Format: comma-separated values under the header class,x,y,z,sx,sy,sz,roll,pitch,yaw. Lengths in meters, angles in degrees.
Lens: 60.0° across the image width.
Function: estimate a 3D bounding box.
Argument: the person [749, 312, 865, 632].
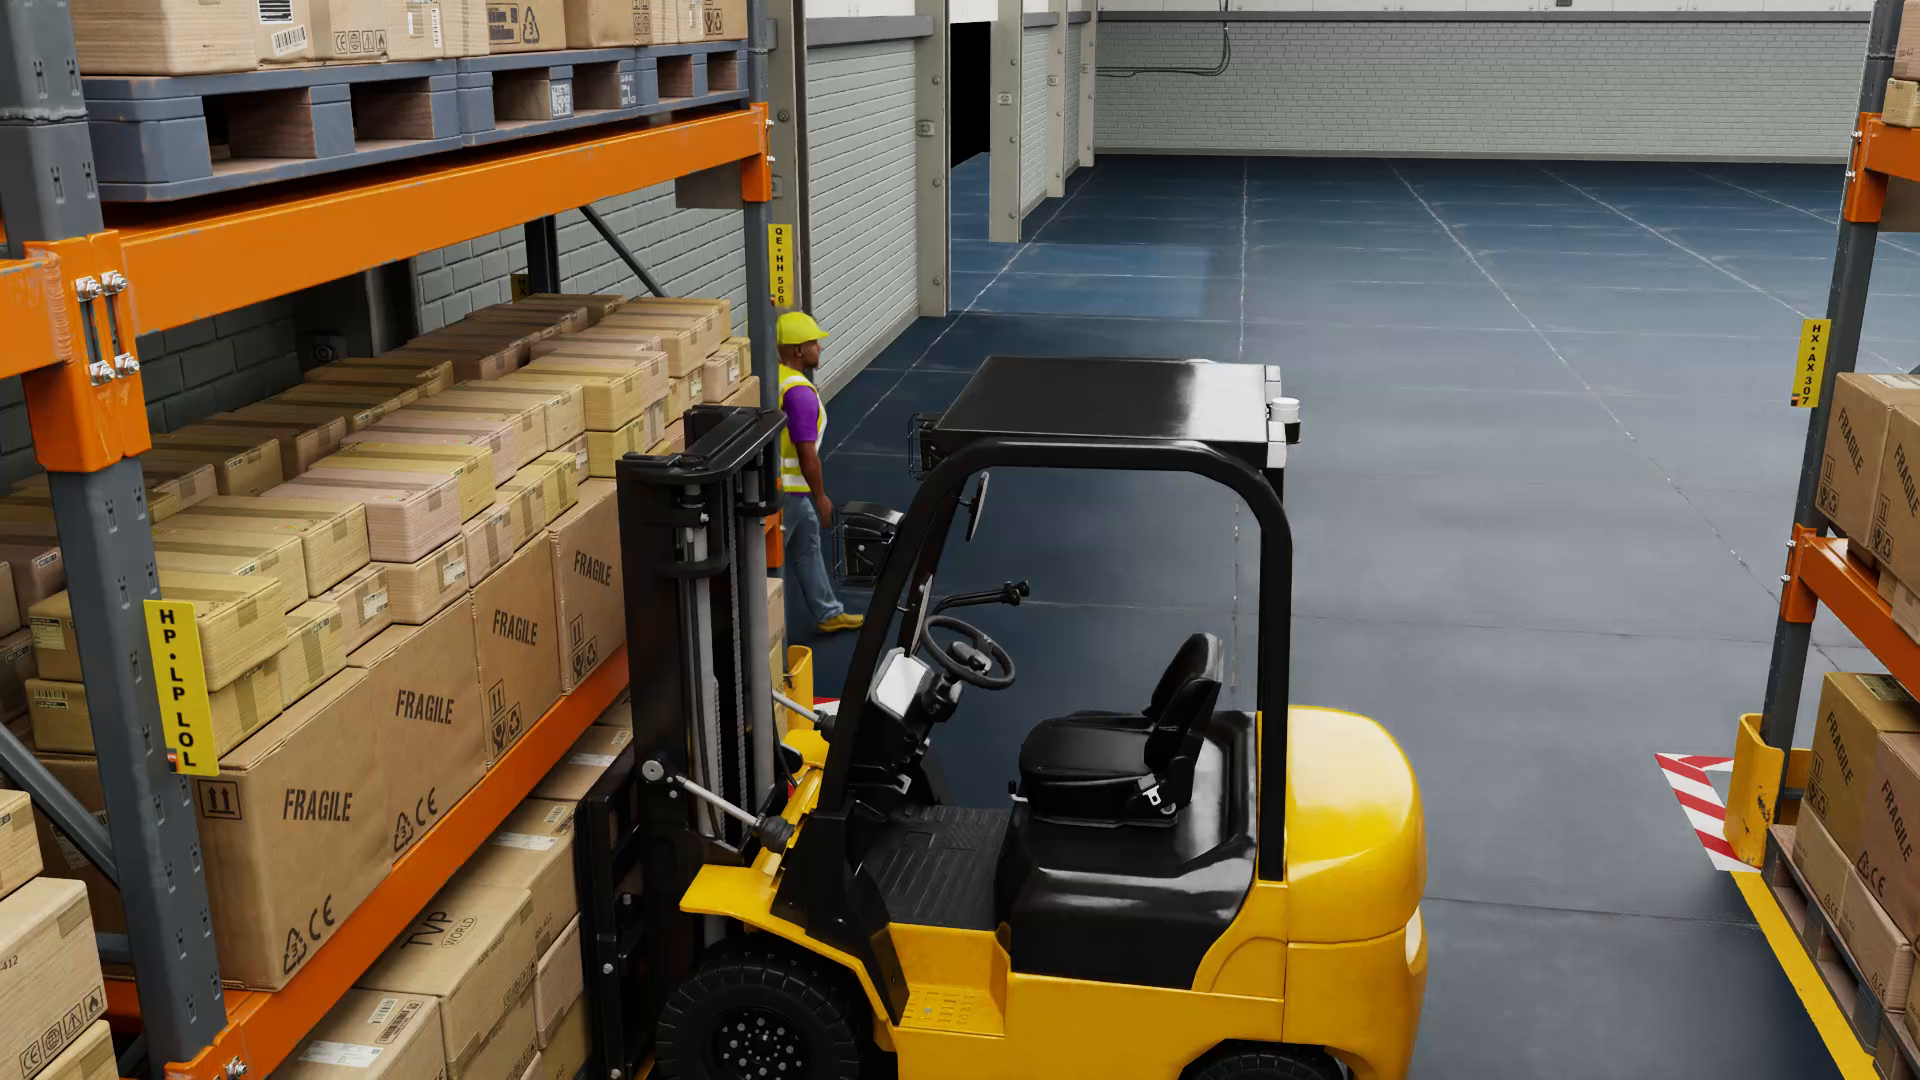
class,x,y,z,sx,sy,sz,roll,pitch,yaw
person,-0.847,-0.281,8.382,0.878,1.735,0.605,-7,19,-21
